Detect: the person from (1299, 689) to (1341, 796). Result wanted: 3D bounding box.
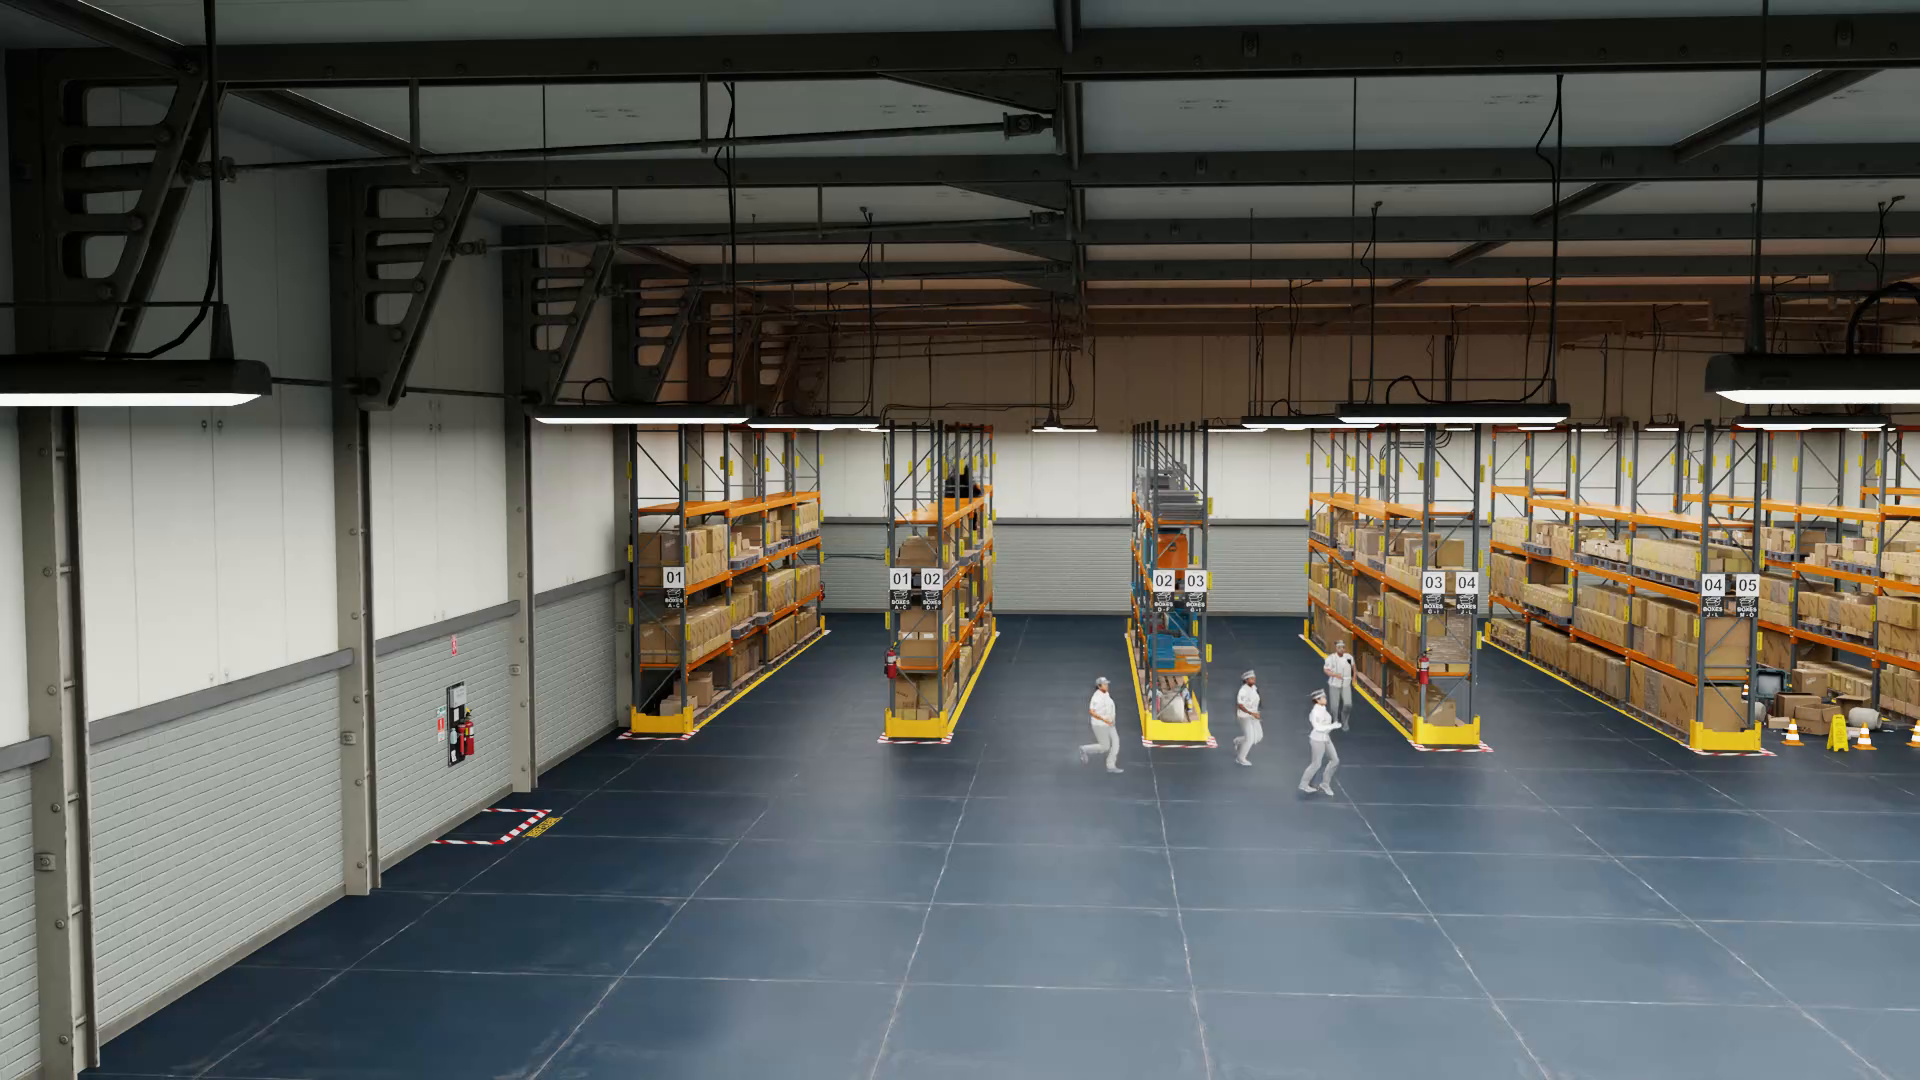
[{"bbox_3d":[5.728,3.211,26.353,0.684,1.734,0.592,2,4,28],"label":"person"}]

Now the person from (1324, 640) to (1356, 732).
[{"bbox_3d":[7.365,2.825,32.121,0.679,1.818,0.719,0,4,-2],"label":"person"}]

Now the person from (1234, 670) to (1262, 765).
[{"bbox_3d":[5.018,3.078,28.909,0.625,1.662,0.599,3,5,42],"label":"person"}]

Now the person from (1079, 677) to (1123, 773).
[{"bbox_3d":[2.424,3.134,28.213,0.769,1.624,0.621,2,4,29],"label":"person"}]
